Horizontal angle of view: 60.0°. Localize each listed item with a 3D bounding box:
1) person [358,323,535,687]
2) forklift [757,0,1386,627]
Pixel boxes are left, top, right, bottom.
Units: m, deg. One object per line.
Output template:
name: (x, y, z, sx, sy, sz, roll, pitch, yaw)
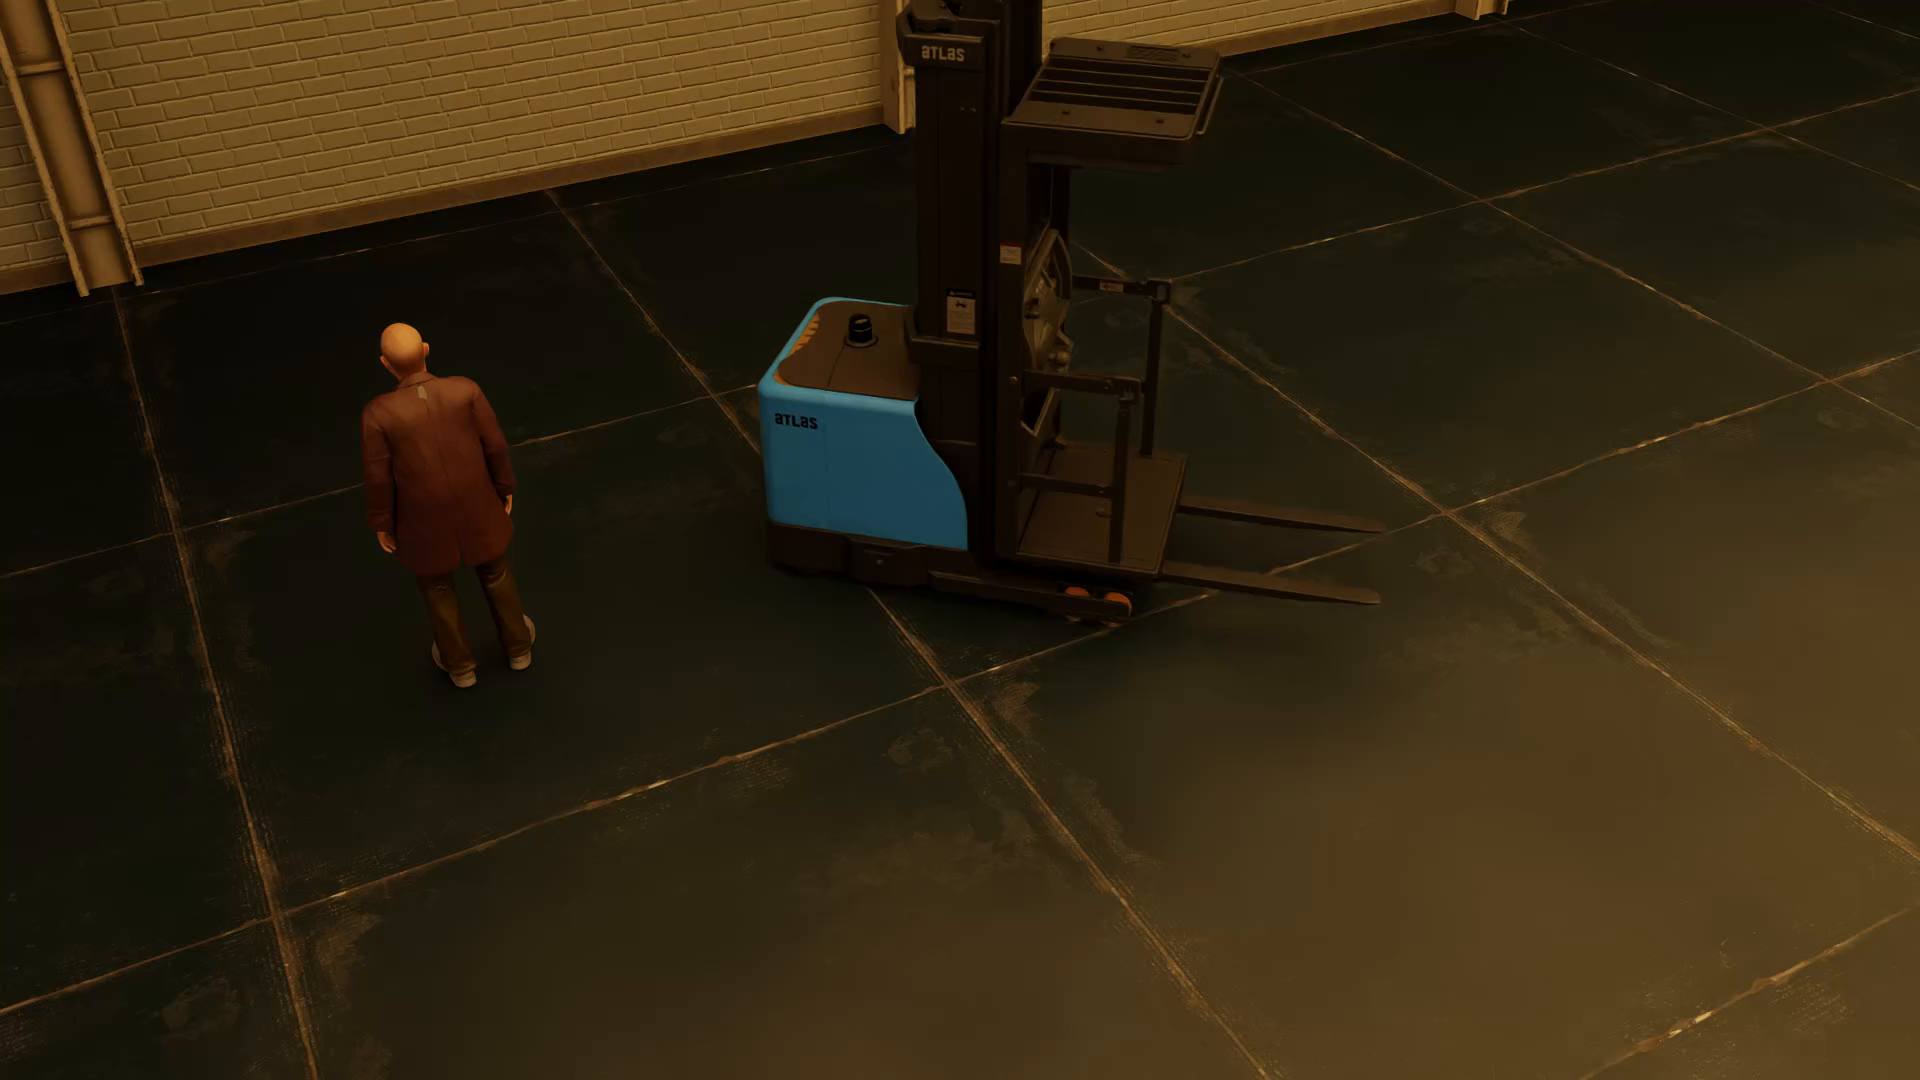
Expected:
person: (-2.270, -0.139, 7.322, 0.652, 1.773, 0.428, -17, 39, -23)
forklift: (0.595, -1.115, 7.701, 3.031, 2.935, 1.130, 8, 36, 11)
